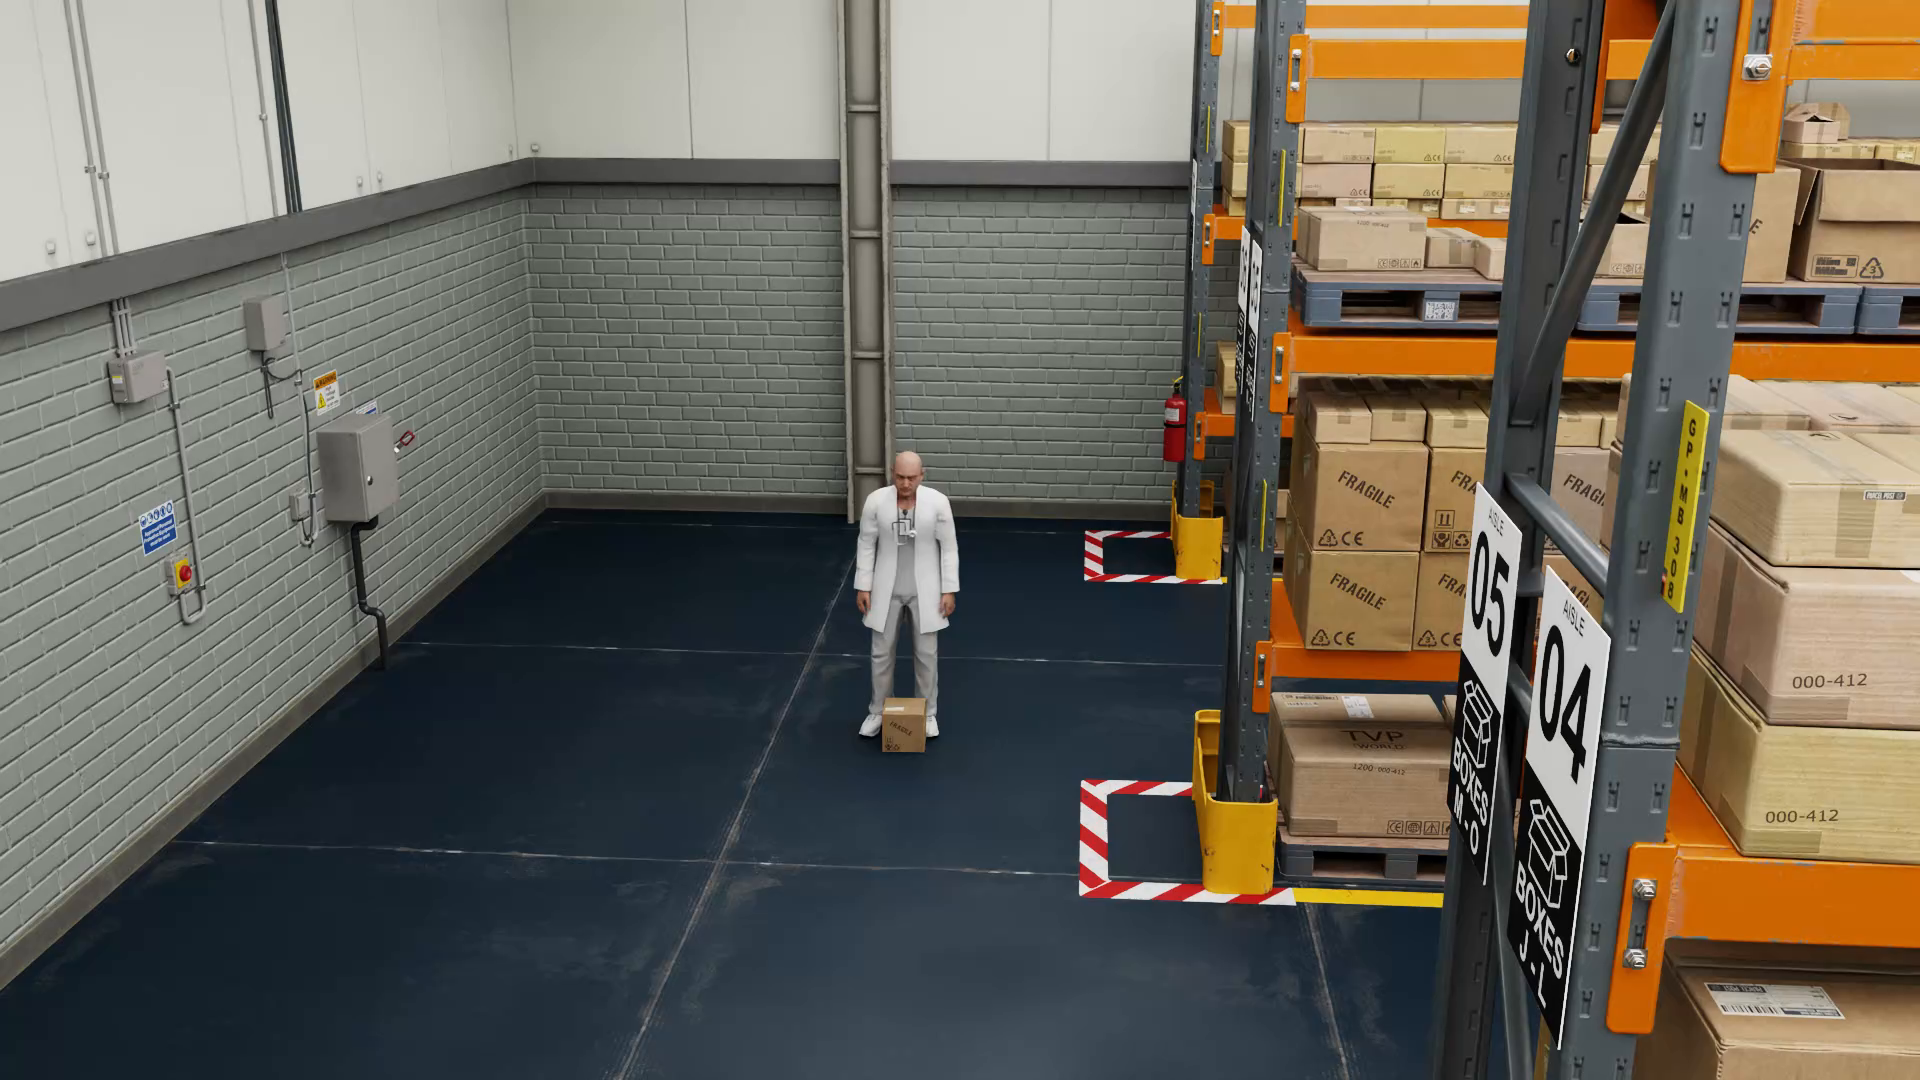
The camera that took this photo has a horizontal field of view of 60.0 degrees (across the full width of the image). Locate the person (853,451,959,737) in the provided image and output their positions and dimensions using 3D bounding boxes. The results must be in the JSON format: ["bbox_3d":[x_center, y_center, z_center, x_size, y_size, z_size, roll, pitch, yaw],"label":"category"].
[{"bbox_3d":[-0.323,0.315,10.056,0.642,1.774,0.421,1,17,4],"label":"person"}]
